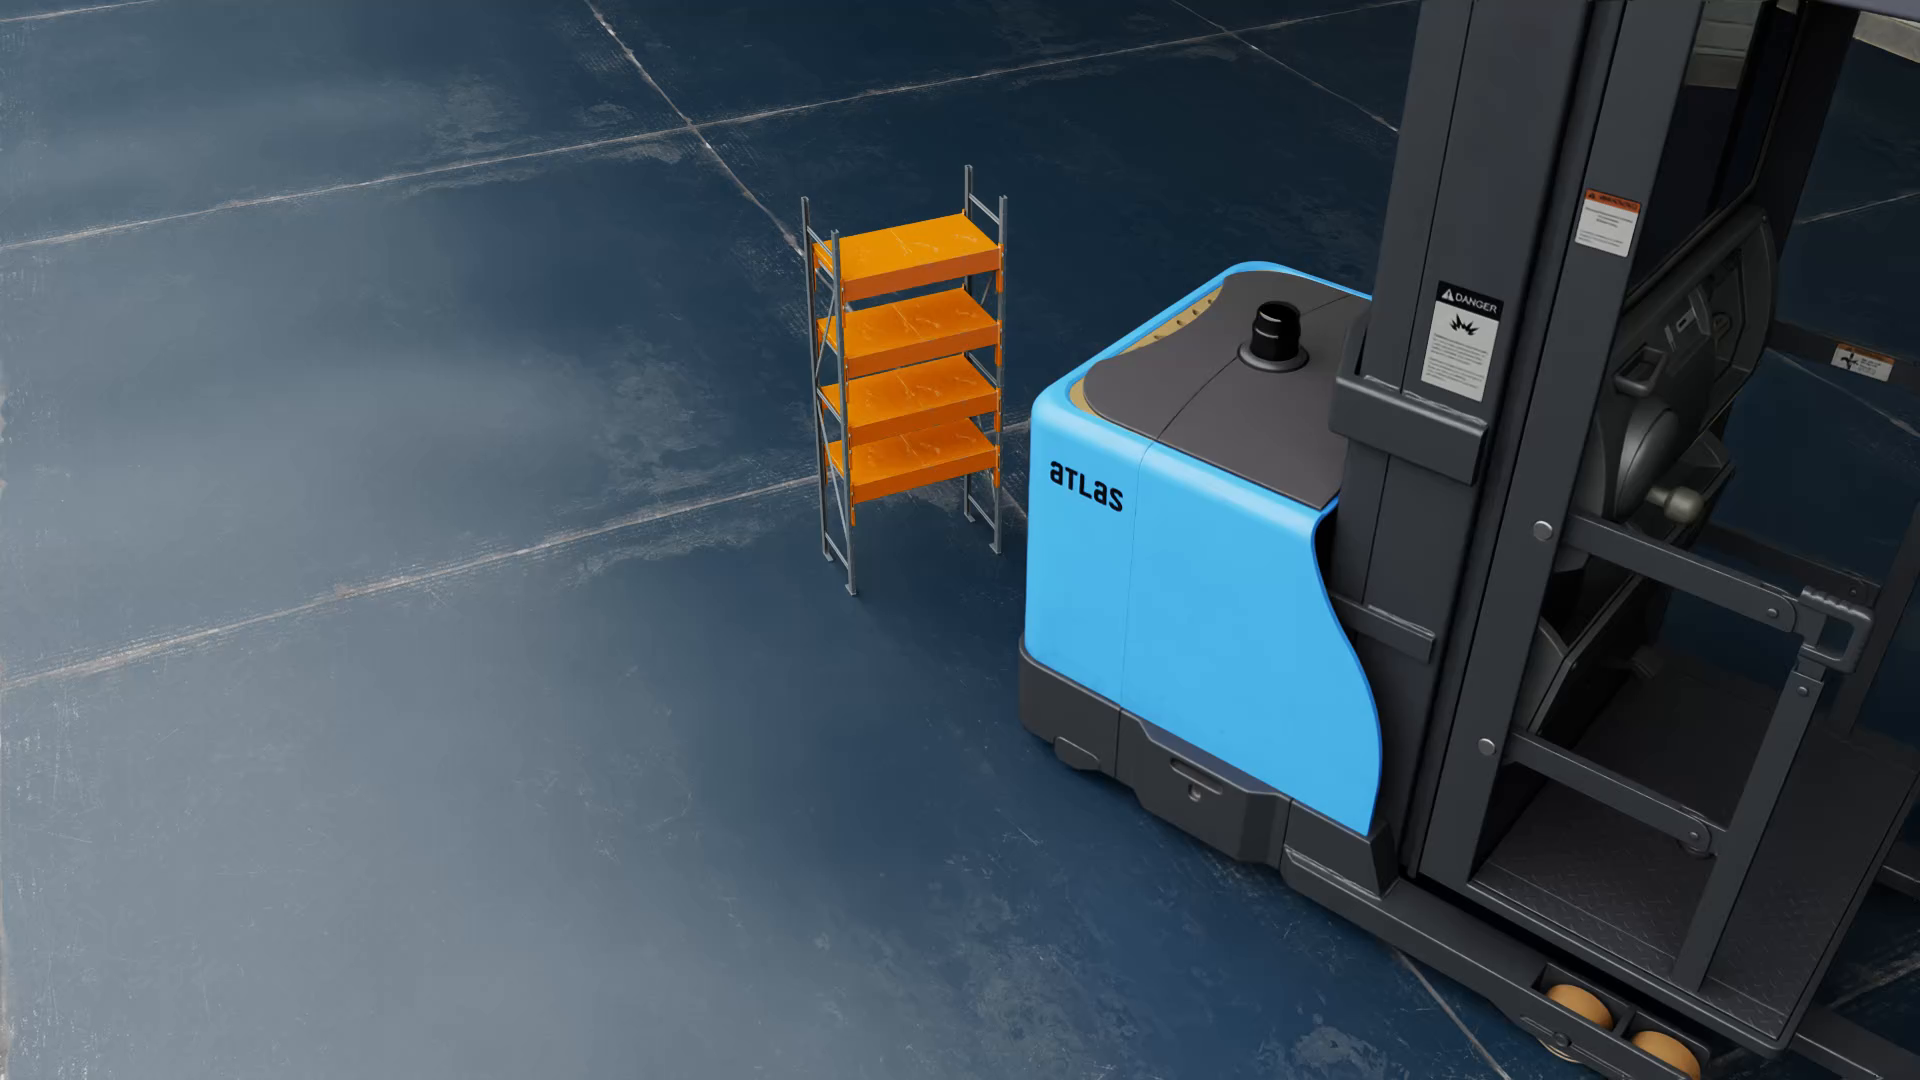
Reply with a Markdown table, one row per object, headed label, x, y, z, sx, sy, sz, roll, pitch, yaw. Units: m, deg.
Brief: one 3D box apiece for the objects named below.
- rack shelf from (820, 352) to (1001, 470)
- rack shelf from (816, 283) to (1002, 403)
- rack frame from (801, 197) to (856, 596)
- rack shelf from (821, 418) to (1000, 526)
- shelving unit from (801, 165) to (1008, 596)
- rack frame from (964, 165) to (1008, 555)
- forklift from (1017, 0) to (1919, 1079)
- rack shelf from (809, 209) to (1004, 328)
| label | x | y | z | sx | sy | sz | roll | pitch | yaw |
| --- | --- | --- | --- | --- | --- | --- | --- | --- | --- |
| rack shelf | -0.150 | -0.386 | 4.876 | 0.480 | 0.148 | 0.258 | -16 | 39 | -20 |
| rack shelf | -0.150 | -0.566 | 4.743 | 0.480 | 0.148 | 0.258 | -16 | 39 | -20 |
| rack frame | -0.371 | -0.378 | 4.753 | 0.015 | 1.200 | 0.240 | -16 | 39 | -20 |
| rack shelf | -0.150 | -0.226 | 4.994 | 0.480 | 0.148 | 0.258 | -16 | 39 | -20 |
| shelving unit | -0.150 | -0.440 | 4.836 | 0.503 | 1.200 | 0.258 | -16 | 39 | -20 |
| rack frame | 0.071 | -0.502 | 4.919 | 0.015 | 1.200 | 0.240 | -16 | 39 | -20 |
| forklift | 1.608 | -0.307 | 3.203 | 3.031 | 2.935 | 1.130 | 27 | 44 | 31 |
| rack shelf | -0.150 | -0.756 | 4.602 | 0.480 | 0.148 | 0.258 | -16 | 39 | -20 |
